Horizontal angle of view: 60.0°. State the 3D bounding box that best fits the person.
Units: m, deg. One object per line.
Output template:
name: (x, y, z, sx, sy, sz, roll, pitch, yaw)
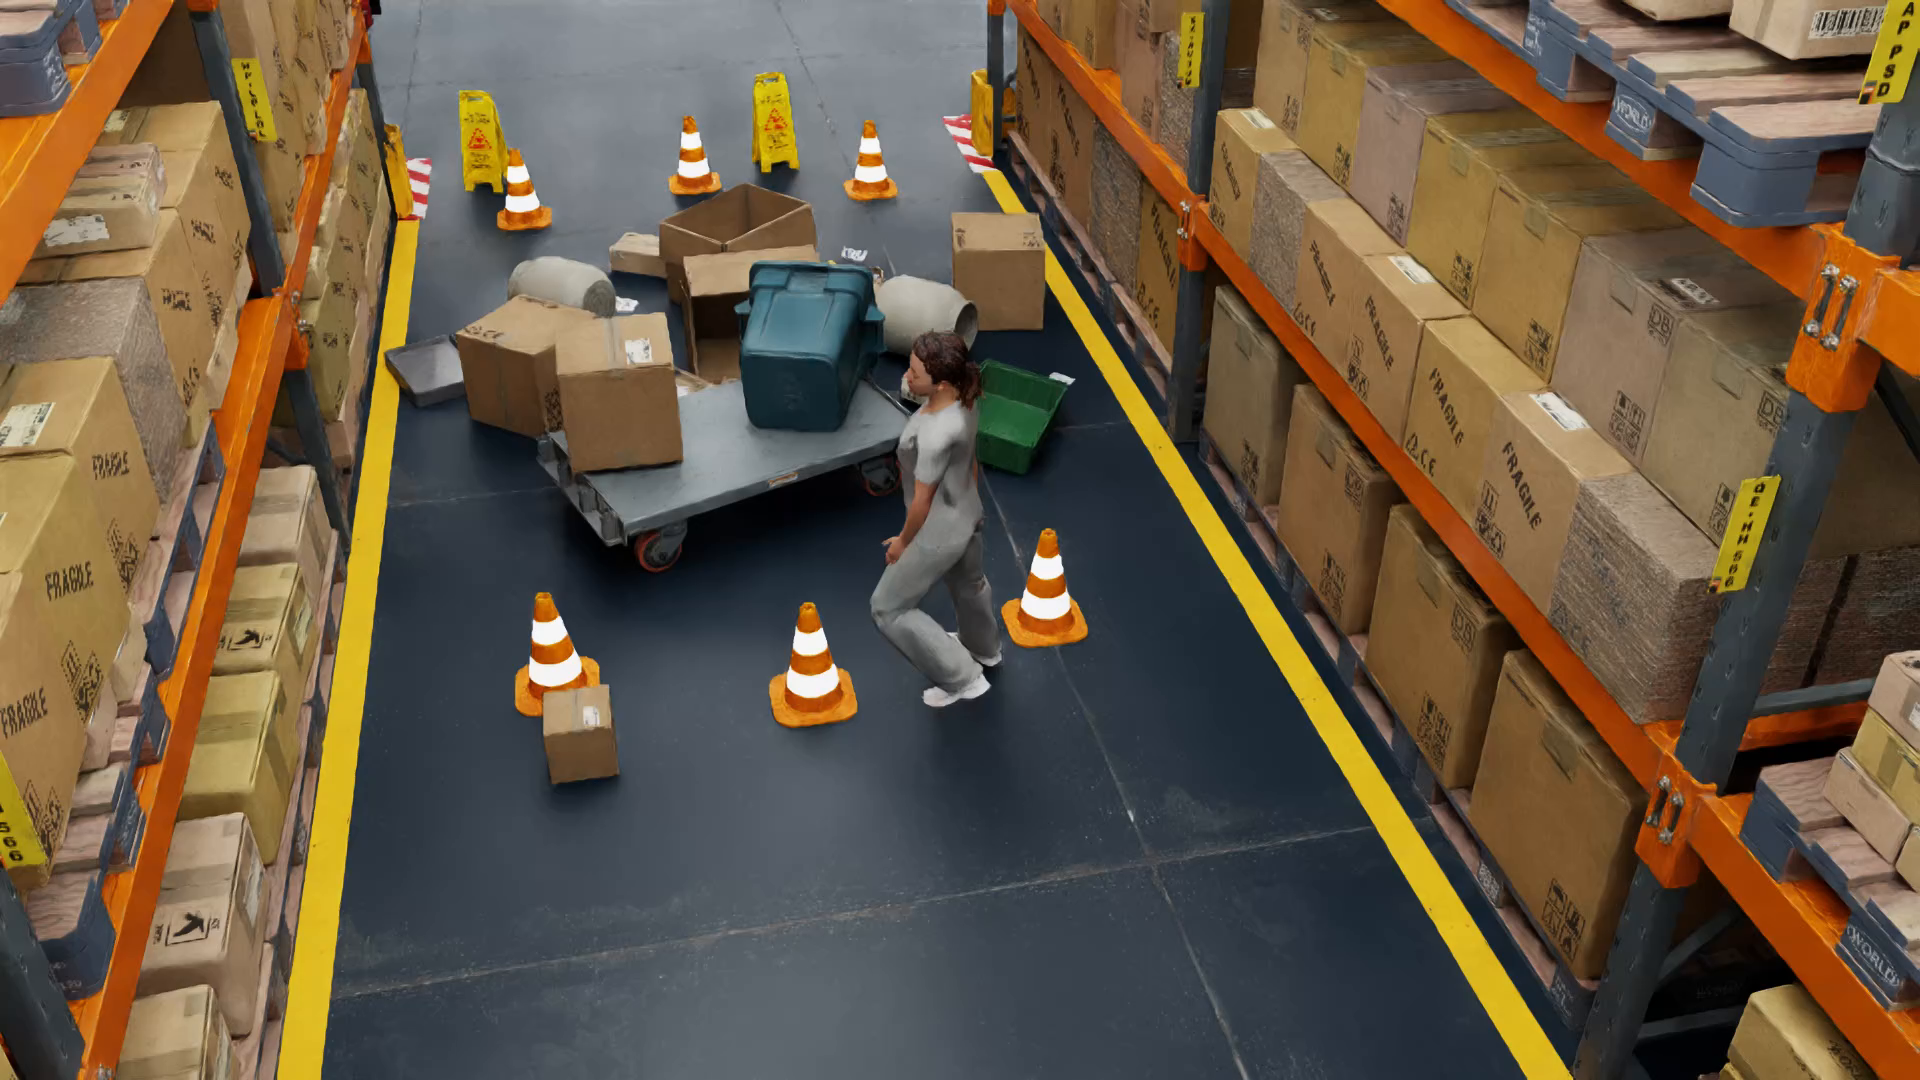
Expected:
person: (-0.064, -0.092, 6.272, 0.464, 1.651, 0.588, 7, 35, 10)
